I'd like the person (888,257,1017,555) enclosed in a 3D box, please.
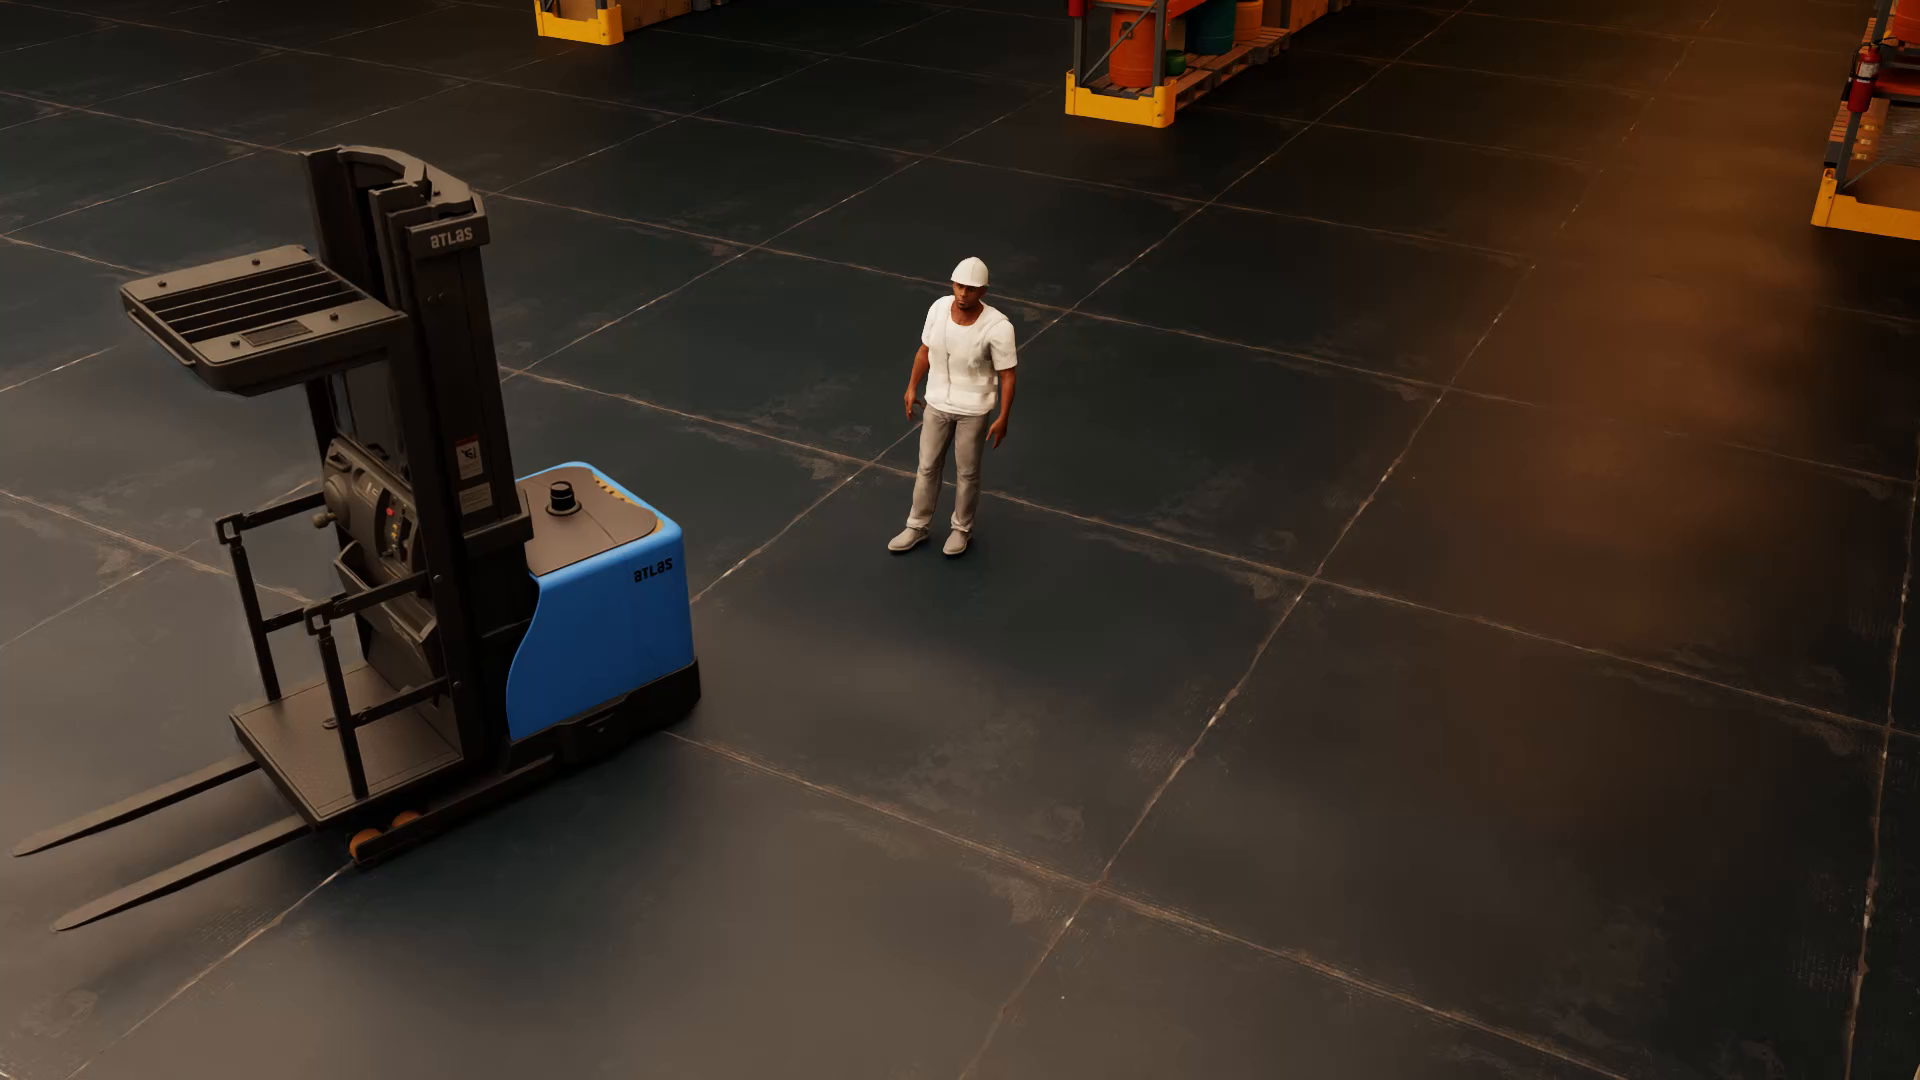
[{"bbox_3d":[-0.039,-0.743,9.508,0.665,1.765,0.577,15,33,25],"label":"person"}]

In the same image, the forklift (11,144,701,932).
[{"bbox_3d":[-2.763,-0.102,7.247,3.031,2.935,1.130,-24,37,-35],"label":"forklift"}]
